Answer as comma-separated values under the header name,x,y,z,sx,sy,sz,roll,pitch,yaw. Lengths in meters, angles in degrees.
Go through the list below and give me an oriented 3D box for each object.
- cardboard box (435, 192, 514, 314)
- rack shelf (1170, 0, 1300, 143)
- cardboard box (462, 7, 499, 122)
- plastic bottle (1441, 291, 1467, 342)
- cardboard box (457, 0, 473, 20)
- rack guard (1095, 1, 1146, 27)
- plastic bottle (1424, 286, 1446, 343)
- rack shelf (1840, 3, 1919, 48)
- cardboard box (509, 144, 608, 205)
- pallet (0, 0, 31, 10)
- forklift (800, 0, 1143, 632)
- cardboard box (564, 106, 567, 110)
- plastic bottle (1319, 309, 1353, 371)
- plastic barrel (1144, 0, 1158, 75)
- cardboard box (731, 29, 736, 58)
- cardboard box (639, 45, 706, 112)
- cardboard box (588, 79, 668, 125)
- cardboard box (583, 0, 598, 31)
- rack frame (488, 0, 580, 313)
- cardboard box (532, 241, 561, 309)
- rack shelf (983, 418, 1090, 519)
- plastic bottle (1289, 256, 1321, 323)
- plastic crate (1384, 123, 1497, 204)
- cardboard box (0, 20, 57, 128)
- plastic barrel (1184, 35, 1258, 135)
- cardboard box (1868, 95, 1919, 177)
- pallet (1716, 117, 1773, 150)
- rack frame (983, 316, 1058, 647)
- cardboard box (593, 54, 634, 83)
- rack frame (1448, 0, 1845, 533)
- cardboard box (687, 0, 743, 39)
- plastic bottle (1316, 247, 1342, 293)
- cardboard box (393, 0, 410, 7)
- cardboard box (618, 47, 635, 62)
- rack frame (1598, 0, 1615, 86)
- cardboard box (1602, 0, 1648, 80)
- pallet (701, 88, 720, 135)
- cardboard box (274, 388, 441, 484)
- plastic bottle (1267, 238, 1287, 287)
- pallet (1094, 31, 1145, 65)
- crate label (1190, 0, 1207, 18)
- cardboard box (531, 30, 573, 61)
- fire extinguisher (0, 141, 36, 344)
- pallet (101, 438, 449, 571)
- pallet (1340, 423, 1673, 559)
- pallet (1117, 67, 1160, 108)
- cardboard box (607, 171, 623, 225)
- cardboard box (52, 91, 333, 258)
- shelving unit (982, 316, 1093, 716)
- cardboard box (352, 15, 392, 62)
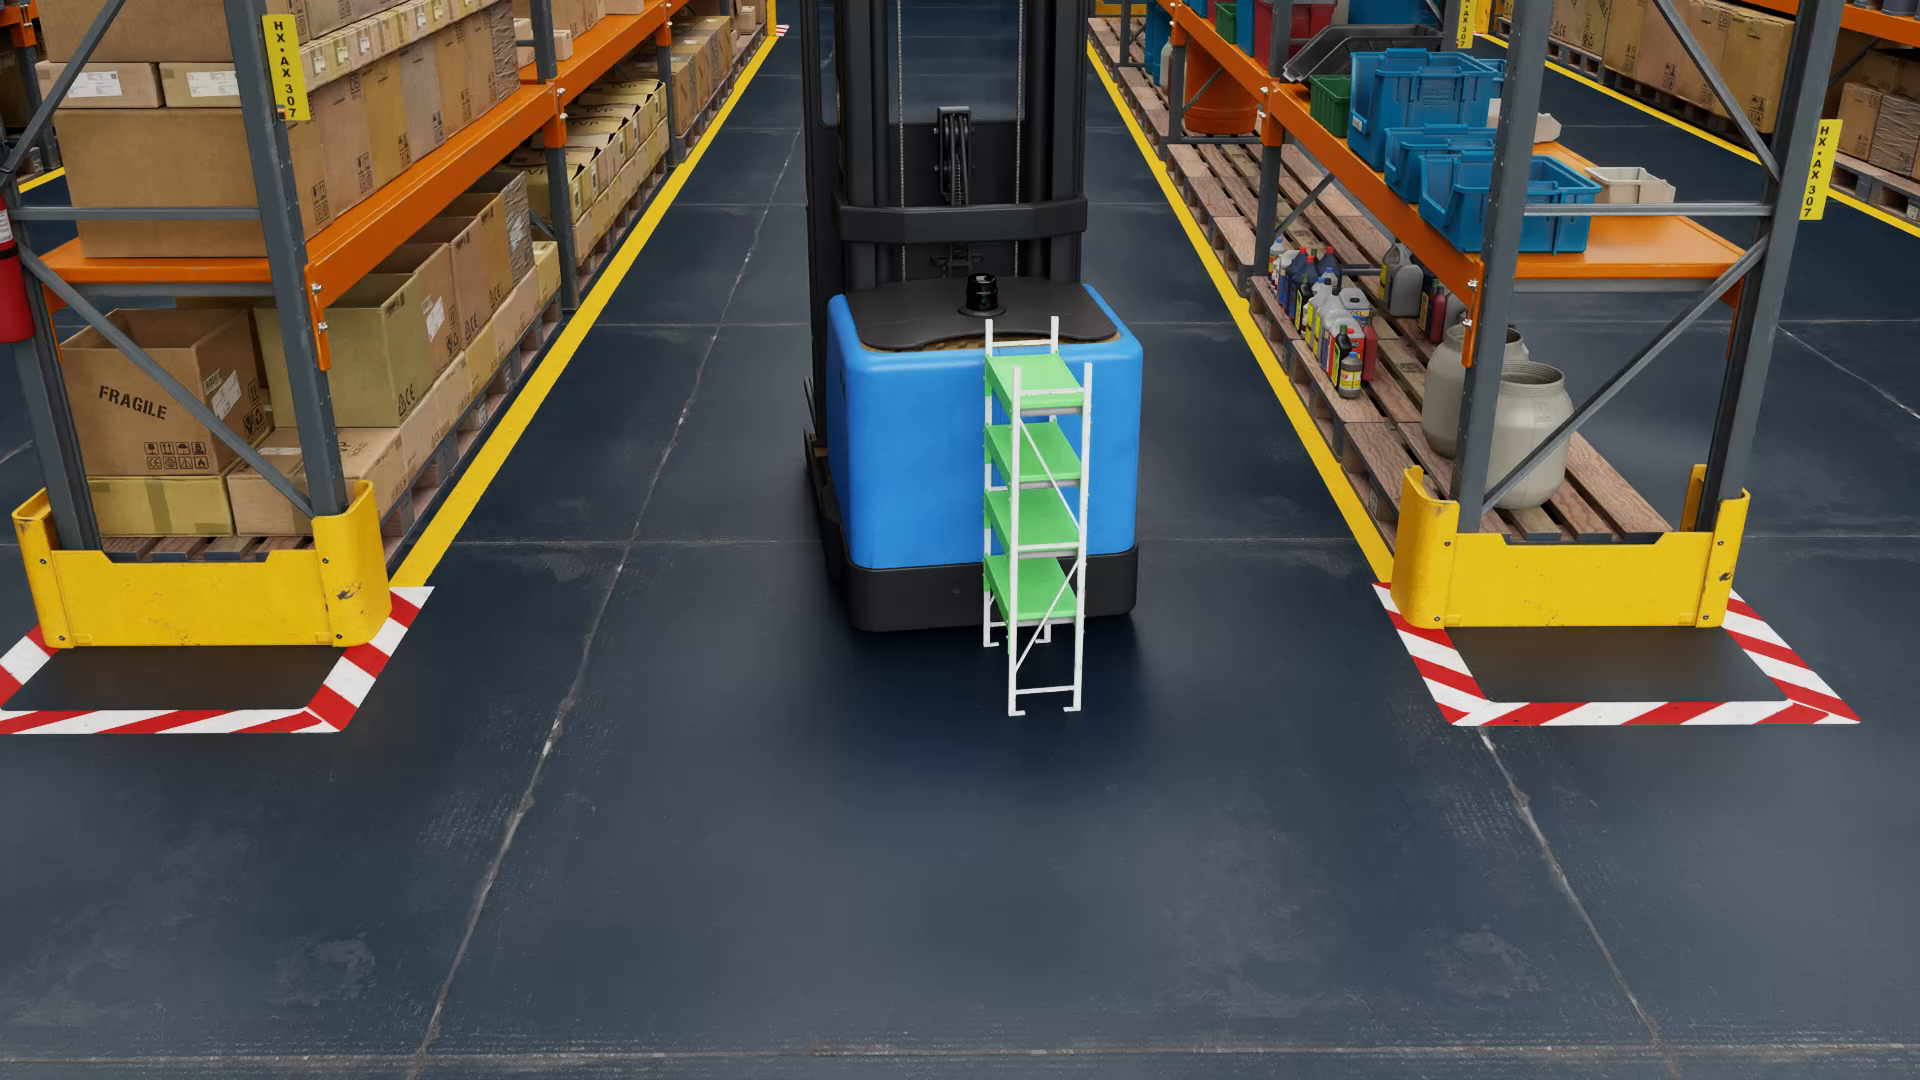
name,x,y,z,sx,sy,sz,roll,pitch,yaw
cardboard box,-2.508,-1.393,8.107,0.500,0.500,0.500,0,24,-1
rack shelf,2.196,-3.232,11.129,1.077,0.370,4.000,0,24,-1
cardboard box,-2.712,-2.360,8.207,0.700,0.500,0.500,-1,24,-1
plastic bottle,2.517,-1.152,8.428,0.152,0.276,0.135,0,24,0
cardboard box,-2.508,-2.526,7.786,0.380,0.149,0.250,0,24,-1
rack guard,2.074,-6.551,20.628,1.175,0.500,0.348,0,24,-1
plastic bottle,2.410,-1.154,8.425,0.061,0.283,0.133,0,24,-1
rack shelf,7.149,-3.254,11.178,1.077,0.370,4.000,0,24,-1
cardboard box,-2.491,-2.287,10.312,0.500,0.311,0.500,-1,24,-1
pallet,-7.618,-3.959,12.096,1.213,0.211,1.003,0,24,-1
forklift,-0.096,-1.589,6.707,1.130,2.935,3.031,-4,25,-8
cardboard box,-3.049,-2.913,11.698,0.500,0.311,0.500,-1,24,-2
plastic bottle,1.827,-0.963,8.010,0.152,0.276,0.135,-1,24,-2
plastic barrel,2.120,-5.043,16.297,0.600,0.901,0.708,0,24,-1
cardboard box,-2.610,-5.161,17.249,0.500,0.311,0.500,0,24,-1
cardboard box,-2.510,-4.036,14.533,0.500,0.500,0.500,-1,24,-1
cardboard box,-2.527,-3.342,12.647,0.500,0.311,0.500,0,24,1
cardboard box,-2.744,-3.717,11.208,0.500,0.500,0.500,-2,24,-3
rack frame,-2.735,-2.715,9.113,1.000,3.000,0.127,0,24,-1
cardboard box,-2.511,-1.463,9.172,0.500,0.250,0.500,0,24,-1
rack shelf,0.241,-0.238,5.394,0.258,0.148,0.480,-4,25,-8
plastic bottle,1.814,-1.317,8.702,0.144,0.351,0.185,-1,24,-3
plastic crate,1.956,-1.492,6.589,0.499,0.251,0.408,0,24,-1
cardboard box,-7.609,-3.855,13.732,0.750,0.750,0.750,-1,24,-1
plastic barrel,2.152,-3.788,13.609,0.600,0.830,0.708,0,24,-1
cardboard box,7.173,-2.963,12.161,0.700,0.500,0.500,-2,24,-5
pallet,7.194,-3.461,14.146,1.003,0.211,1.213,0,24,-1
rack frame,0.203,-0.177,5.686,0.240,1.200,0.015,-4,25,-8
cardboard box,-3.023,-3.809,14.031,0.500,0.500,0.500,1,24,2
rack frame,2.262,-1.087,5.514,1.000,3.000,0.127,0,24,-1
cardboard box,-2.848,-5.848,18.537,0.797,0.503,0.637,0,24,-1
plastic bottle,1.956,-1.395,8.876,0.144,0.351,0.185,0,24,-1
cardboard box,-2.707,-2.548,7.049,0.700,0.500,0.500,0,24,-1
cardboard box,-3.028,-4.174,13.928,0.500,0.250,0.500,1,24,1
rack frame,7.084,-6.054,16.496,1.000,3.000,0.127,0,24,-1
cardboard box,7.111,-5.014,16.265,1.225,0.875,0.875,0,24,0
pallet,-2.759,-3.902,15.121,1.003,0.211,1.213,0,24,-1
cardboard box,-2.484,-0.433,6.895,0.500,0.250,0.500,0,24,-1
plastic bottle,1.783,-1.560,9.335,0.097,0.271,0.097,0,24,0
pallet,2.068,-5.568,18.806,1.003,0.211,1.213,0,24,-1
crate label,1.915,-3.989,11.888,0.502,0.435,0.616,0,24,-1
cardboard box,-2.540,-2.966,9.974,0.380,0.149,0.250,0,24,-1
fire extinguisher,-3.154,-0.981,5.372,0.296,0.674,0.183,0,24,-1
pallet,-2.741,-0.111,6.739,1.003,0.211,1.213,0,24,-1
pallet,2.210,-0.183,6.898,1.003,0.211,1.213,0,24,-1
pallet,2.098,-4.443,16.318,1.003,0.211,1.213,0,24,-1
cardboard box,-2.504,-2.245,10.900,0.500,0.250,0.500,-1,24,-2
cardboard box,-2.684,-1.305,5.873,0.700,0.500,0.500,0,24,-1
shelving unit,0.241,-0.078,5.467,0.258,1.200,0.503,-4,25,-8
cardboard box,-2.493,-1.996,6.614,0.380,0.149,0.250,-1,24,-2
